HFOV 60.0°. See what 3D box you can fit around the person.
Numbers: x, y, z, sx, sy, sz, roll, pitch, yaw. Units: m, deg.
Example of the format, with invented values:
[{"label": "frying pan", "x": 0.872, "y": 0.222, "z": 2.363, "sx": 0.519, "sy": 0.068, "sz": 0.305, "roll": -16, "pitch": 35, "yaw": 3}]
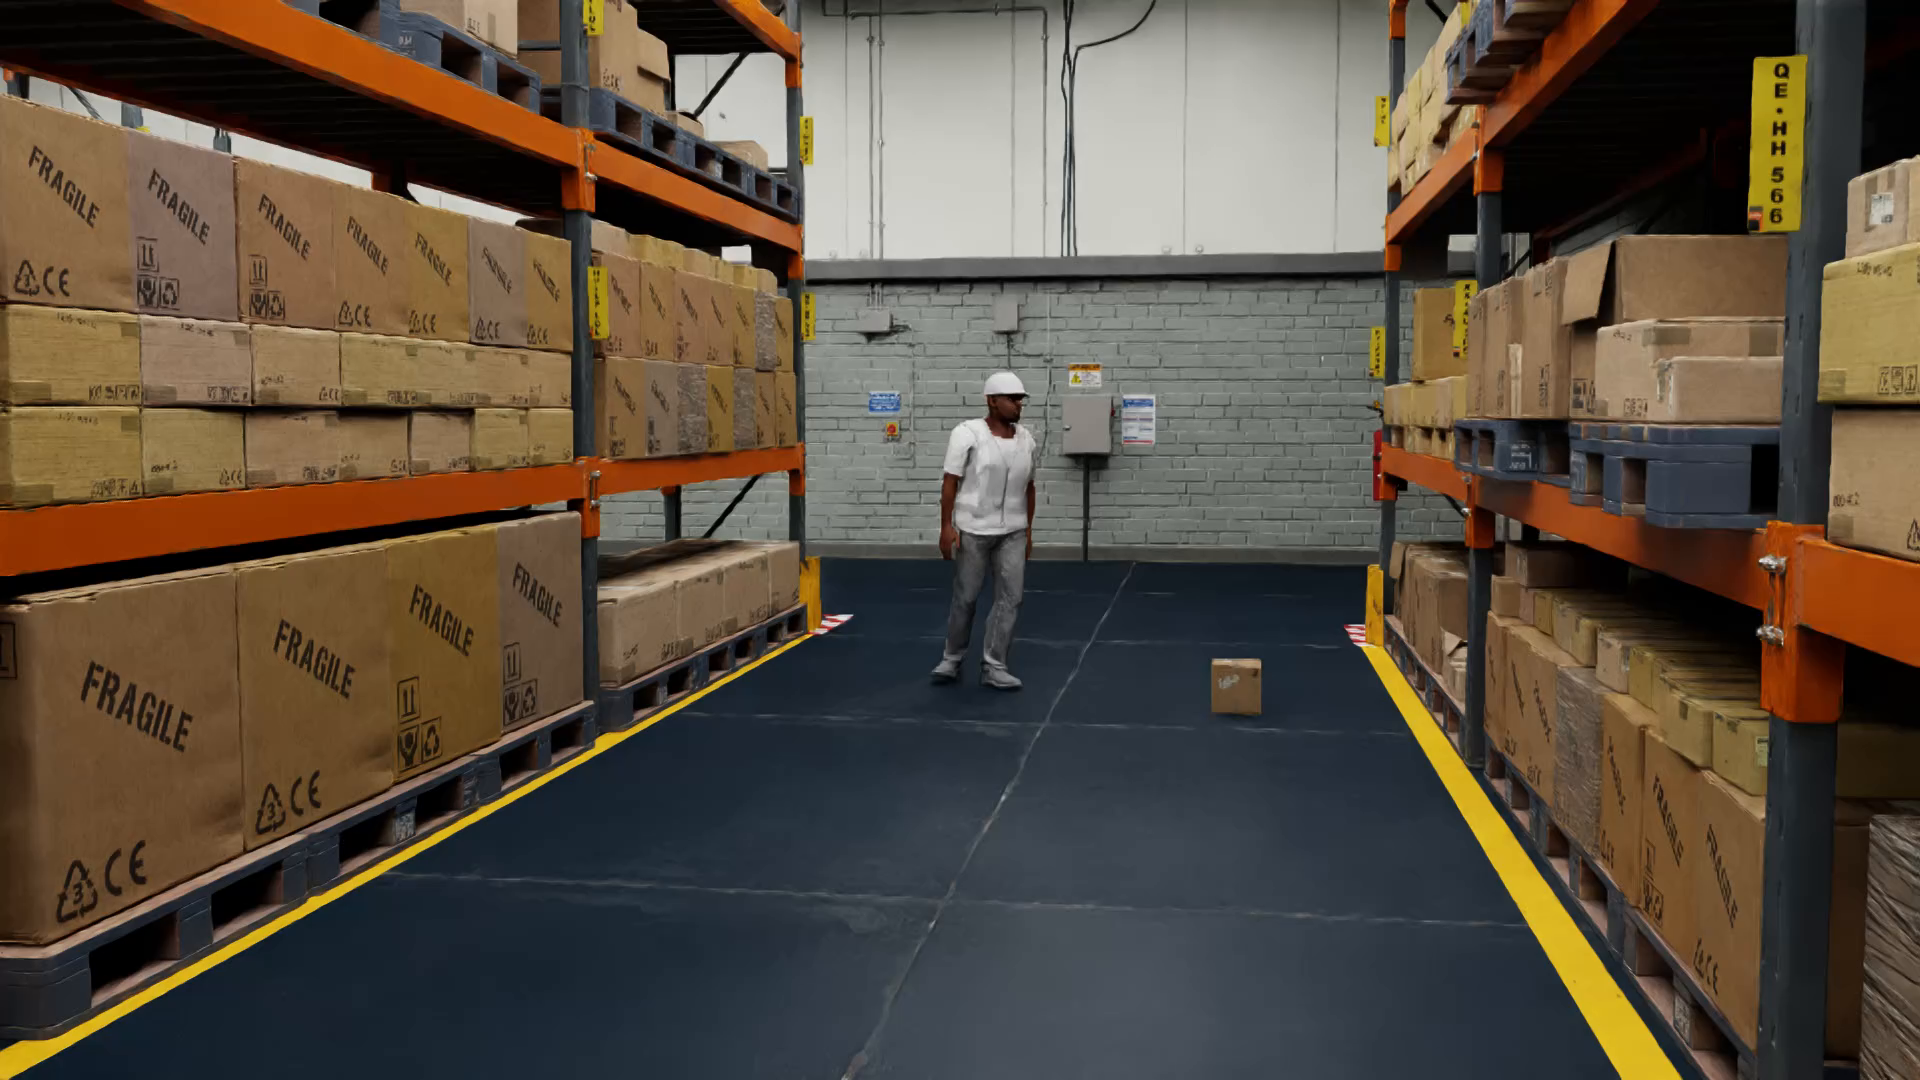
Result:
[{"label": "person", "x": 0.144, "y": -0.062, "z": 9.329, "sx": 0.608, "sy": 1.754, "sz": 0.559, "roll": -2, "pitch": 5, "yaw": -25}]
